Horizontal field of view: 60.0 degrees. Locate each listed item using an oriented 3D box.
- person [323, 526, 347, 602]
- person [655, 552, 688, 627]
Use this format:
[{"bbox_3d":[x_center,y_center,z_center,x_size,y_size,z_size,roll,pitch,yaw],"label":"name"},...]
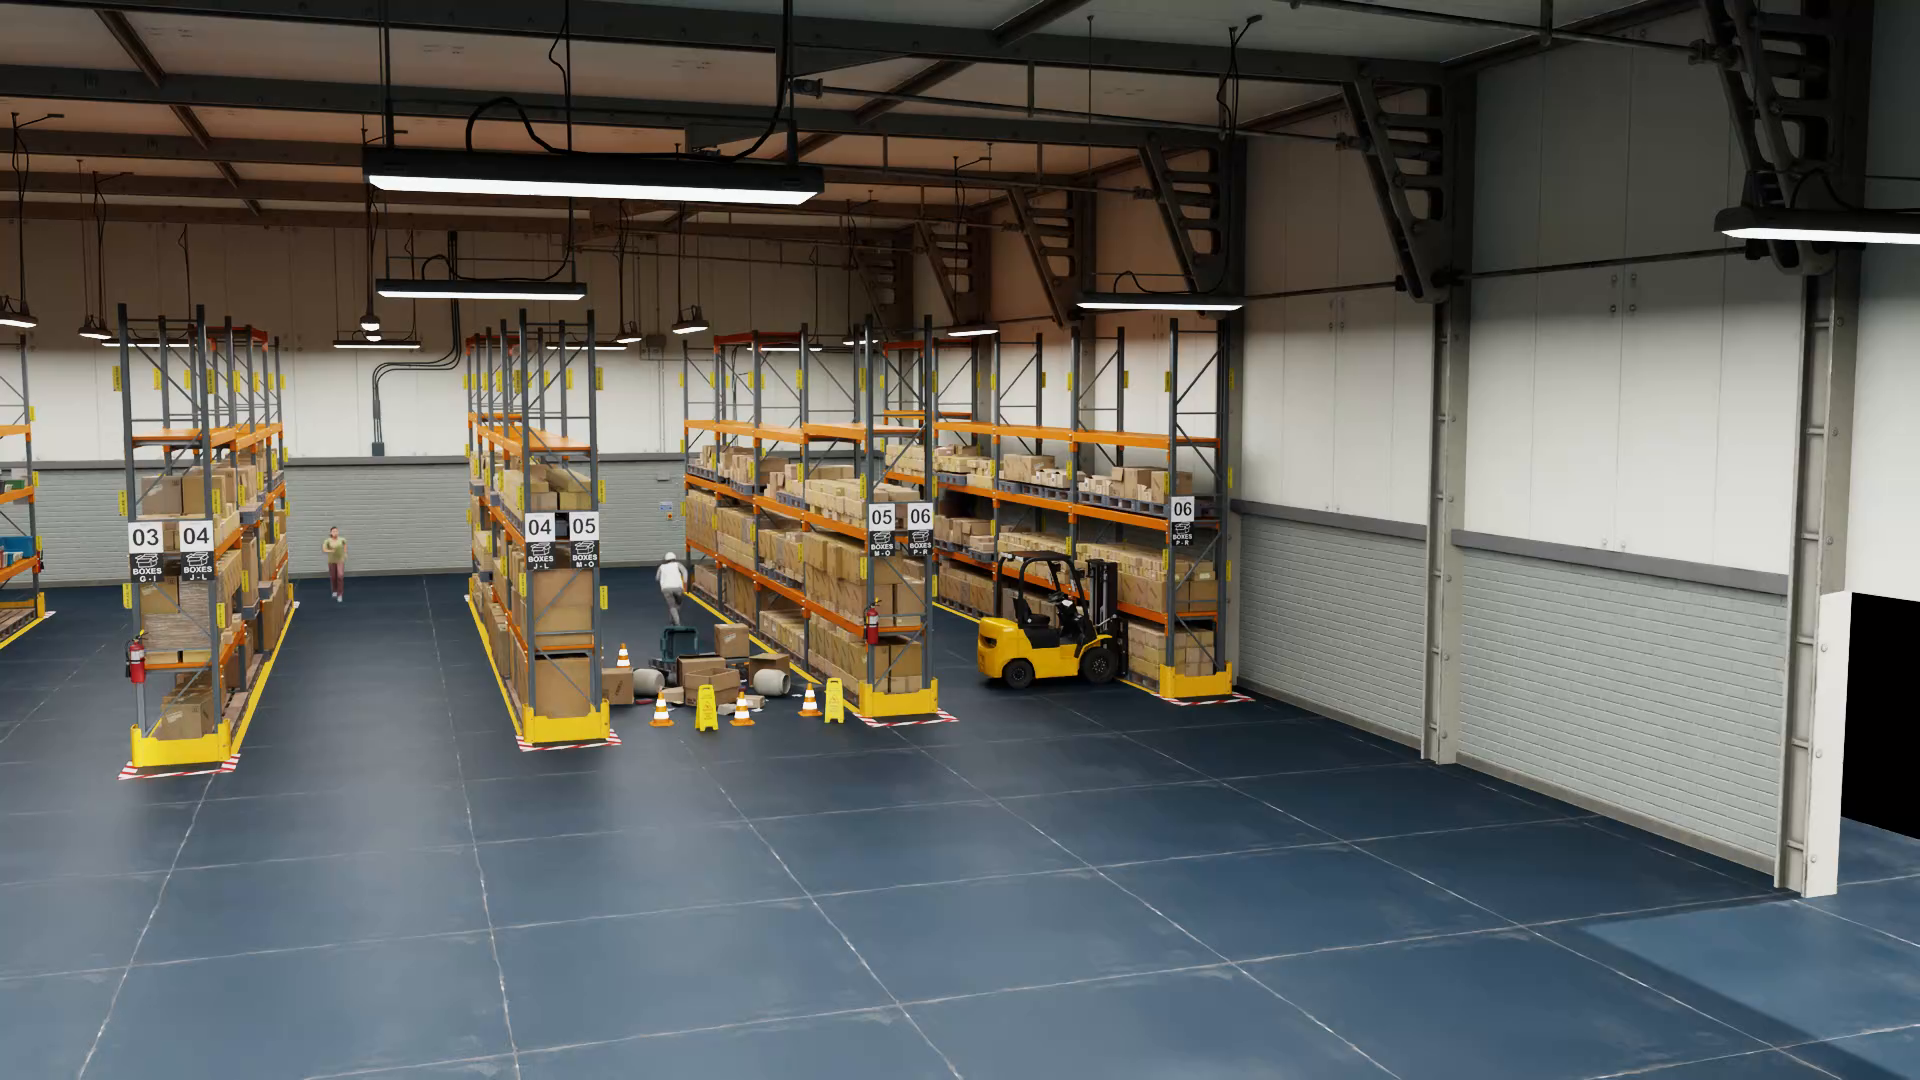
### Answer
[{"bbox_3d":[-14.345,0.540,38.188,0.528,1.718,0.840,-2,6,-21],"label":"person"},{"bbox_3d":[-5.808,1.062,33.550,0.640,1.558,1.197,-1,6,-12],"label":"person"}]
